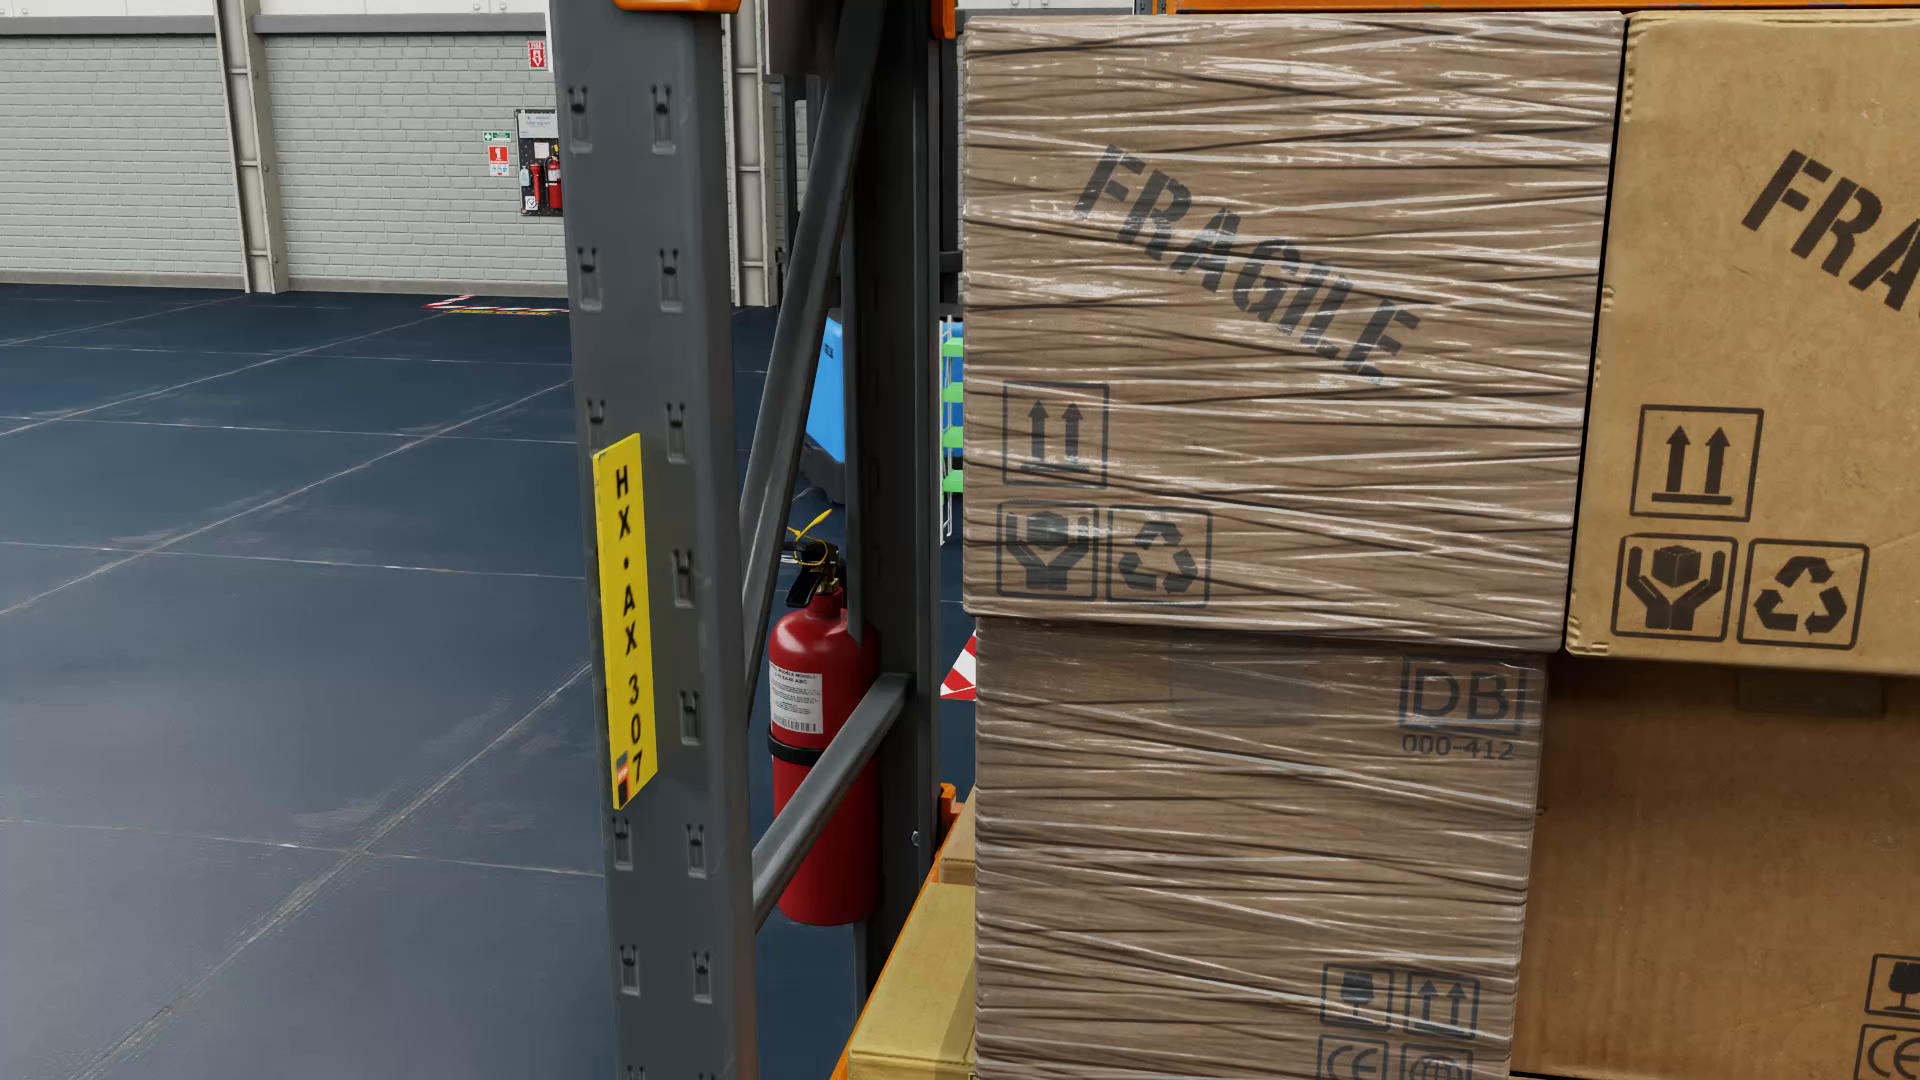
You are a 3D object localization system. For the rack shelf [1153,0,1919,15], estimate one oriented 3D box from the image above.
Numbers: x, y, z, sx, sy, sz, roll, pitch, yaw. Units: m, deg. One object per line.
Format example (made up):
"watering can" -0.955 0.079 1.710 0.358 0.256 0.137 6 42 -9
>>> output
"rack shelf" 2.758 -1.940 6.105 4.000 0.370 1.077 3 16 11

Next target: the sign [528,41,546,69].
"sign" -4.651 -5.333 18.281 0.199 0.298 0.001 3 16 11

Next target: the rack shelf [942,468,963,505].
"rack shelf" 0.162 -0.277 8.881 0.480 0.148 0.258 3 16 11

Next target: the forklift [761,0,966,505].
"forklift" -0.619 -1.961 10.582 1.130 2.935 3.031 -5 16 -16

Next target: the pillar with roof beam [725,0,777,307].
"pillar with roof beam" -3.107 -5.812 13.118 0.400 9.000 9.100 3 16 11

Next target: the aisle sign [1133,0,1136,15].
"aisle sign" 0.669 -2.128 6.184 0.004 0.787 0.394 3 16 11

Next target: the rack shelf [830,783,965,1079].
"rack shelf" 1.771 0.801 1.828 4.000 0.370 1.077 3 16 11

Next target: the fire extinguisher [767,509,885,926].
"fire extinguisher" -0.209 0.259 2.584 0.183 0.674 0.296 3 16 11

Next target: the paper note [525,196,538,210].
"paper note" -4.823 -3.792 18.712 0.142 0.148 0.016 3 16 11

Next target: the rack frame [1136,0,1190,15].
"rack frame" 0.798 -0.948 6.794 0.127 3.000 1.000 3 16 11

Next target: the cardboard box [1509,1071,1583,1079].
"cardboard box" 0.526 0.582 1.742 0.250 0.149 0.380 3 16 11

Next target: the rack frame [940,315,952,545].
"rack frame" -0.077 -0.582 8.847 0.015 1.200 0.240 3 16 11

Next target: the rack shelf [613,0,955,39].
"rack shelf" 1.771 -0.644 1.428 4.000 0.370 1.077 3 16 11

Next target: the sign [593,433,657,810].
"sign" -0.297 0.073 1.488 0.005 0.325 0.100 3 16 11

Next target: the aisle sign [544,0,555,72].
"aisle sign" -0.309 -0.830 1.498 0.004 0.787 0.394 3 16 11

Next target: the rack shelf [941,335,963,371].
"rack shelf" 0.162 -0.970 8.689 0.480 0.148 0.258 3 16 11

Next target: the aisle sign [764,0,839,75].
"aisle sign" -0.190 -0.987 2.065 0.004 0.787 0.394 3 16 11

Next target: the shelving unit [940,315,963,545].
"shelving unit" 0.162 -0.569 8.800 0.503 1.200 0.258 3 16 11

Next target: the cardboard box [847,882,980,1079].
"cardboard box" 0.043 0.547 1.870 0.250 0.149 0.380 3 16 11

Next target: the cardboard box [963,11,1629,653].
"cardboard box" 0.296 -0.225 1.567 0.500 0.500 0.500 3 16 11

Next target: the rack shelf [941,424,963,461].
"rack shelf" 0.162 -0.508 8.817 0.480 0.148 0.258 3 16 11

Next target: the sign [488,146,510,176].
"sign" -5.184 -4.263 18.694 0.234 0.329 0.001 3 16 11

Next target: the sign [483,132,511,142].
"sign" -5.182 -4.515 18.614 0.331 0.109 0.001 3 16 11

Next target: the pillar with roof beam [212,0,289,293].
"pillar with roof beam" -8.986 -6.132 14.271 0.400 9.000 9.100 3 16 11

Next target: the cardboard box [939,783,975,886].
"cardboard box" 0.132 0.430 2.290 0.250 0.149 0.380 3 16 11

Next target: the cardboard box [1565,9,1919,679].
"cardboard box" 0.784 -0.196 1.464 0.500 0.500 0.500 3 16 11

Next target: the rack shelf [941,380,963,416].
"rack shelf" 0.162 -0.739 8.753 0.480 0.148 0.258 3 16 11

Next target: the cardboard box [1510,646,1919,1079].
"cardboard box" 0.859 0.188 1.949 0.500 0.500 0.875 3 16 11

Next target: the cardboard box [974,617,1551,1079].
"cardboard box" 0.345 0.193 1.932 0.500 0.500 0.875 3 16 11

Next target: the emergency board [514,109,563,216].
"emergency board" -4.663 -4.189 18.495 0.643 1.169 0.194 3 16 11
